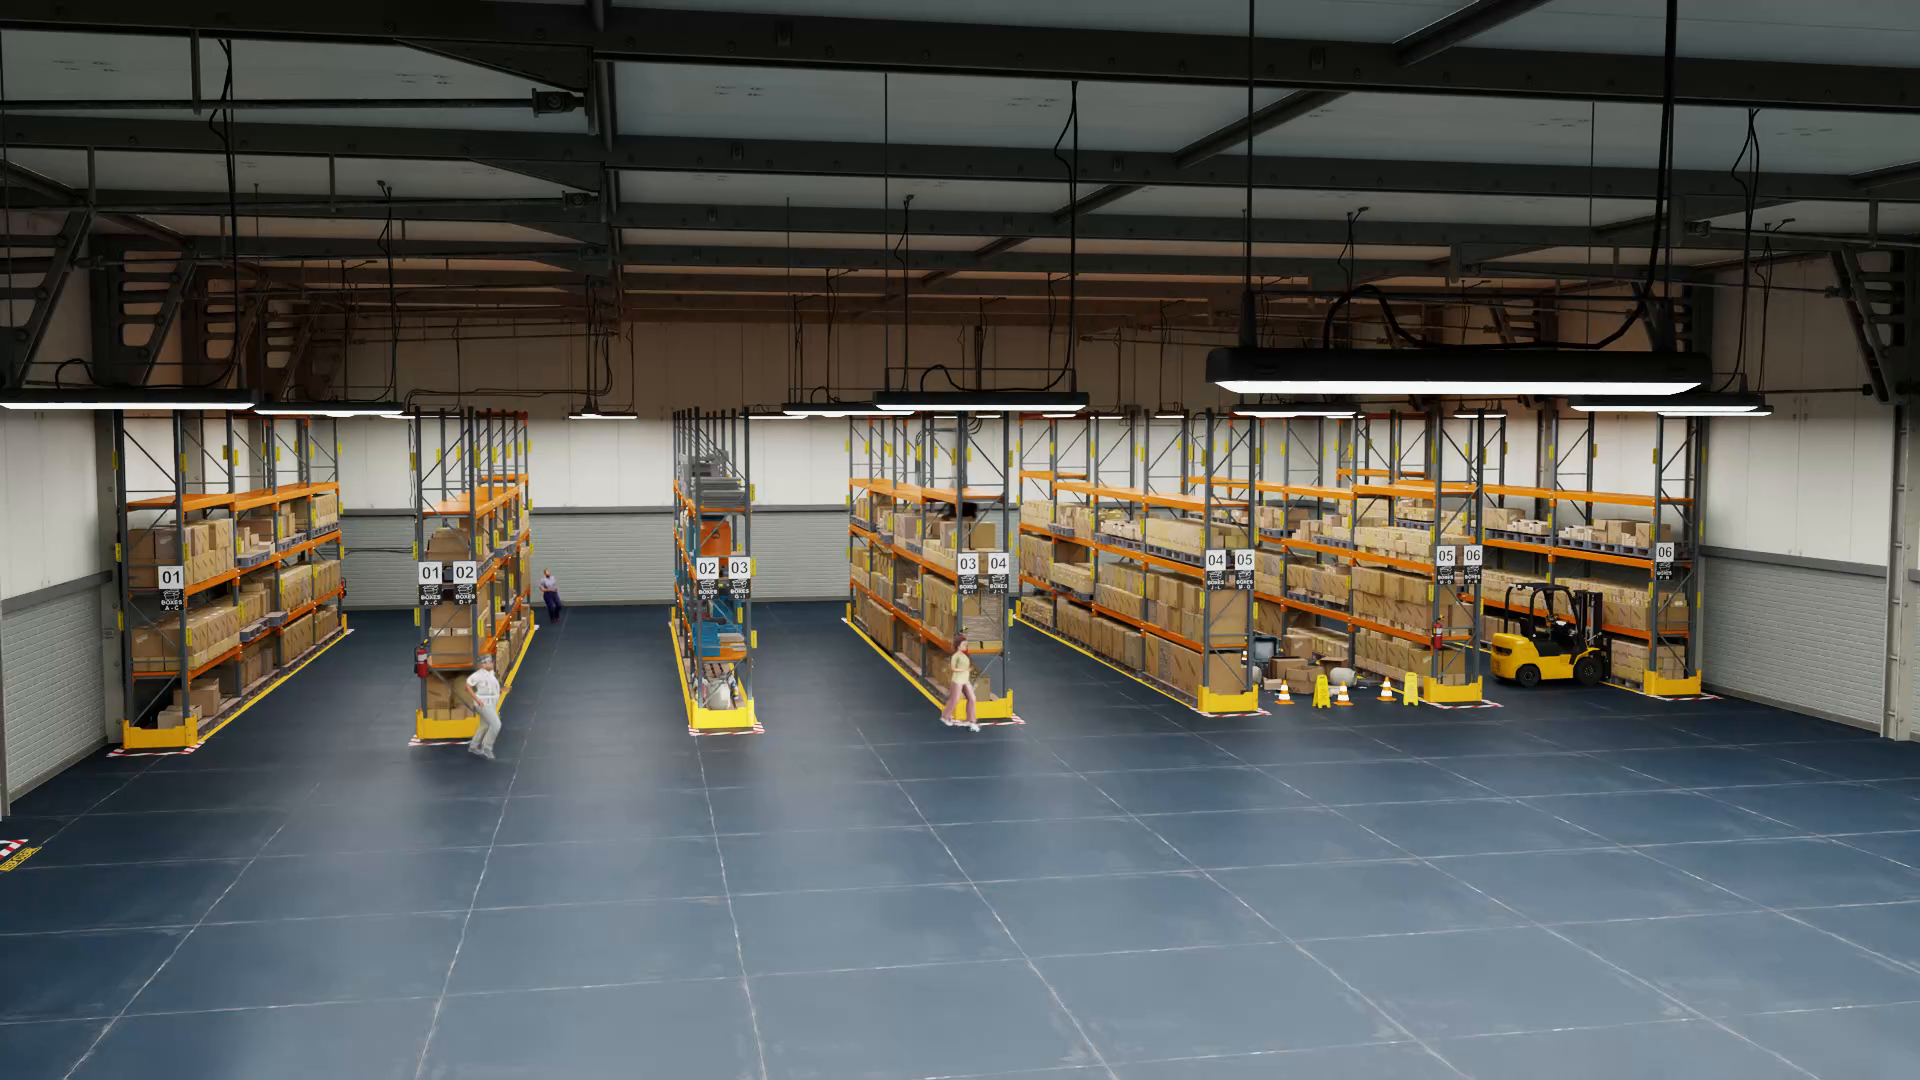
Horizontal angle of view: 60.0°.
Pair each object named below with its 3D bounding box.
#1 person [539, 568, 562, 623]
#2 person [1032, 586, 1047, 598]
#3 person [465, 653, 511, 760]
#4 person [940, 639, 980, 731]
[{"bbox_3d":[-11.609,1.588,47.104,0.689,1.581,0.591,-4,5,-41],"label":"person"},{"bbox_3d":[2.435,1.303,50.042,0.575,1.711,0.715,2,5,27],"label":"person"},{"bbox_3d":[-8.038,2.843,28.313,0.753,1.836,0.636,0,4,6],"label":"person"},{"bbox_3d":[-0.033,2.680,30.922,0.810,1.709,0.565,3,5,36],"label":"person"}]
